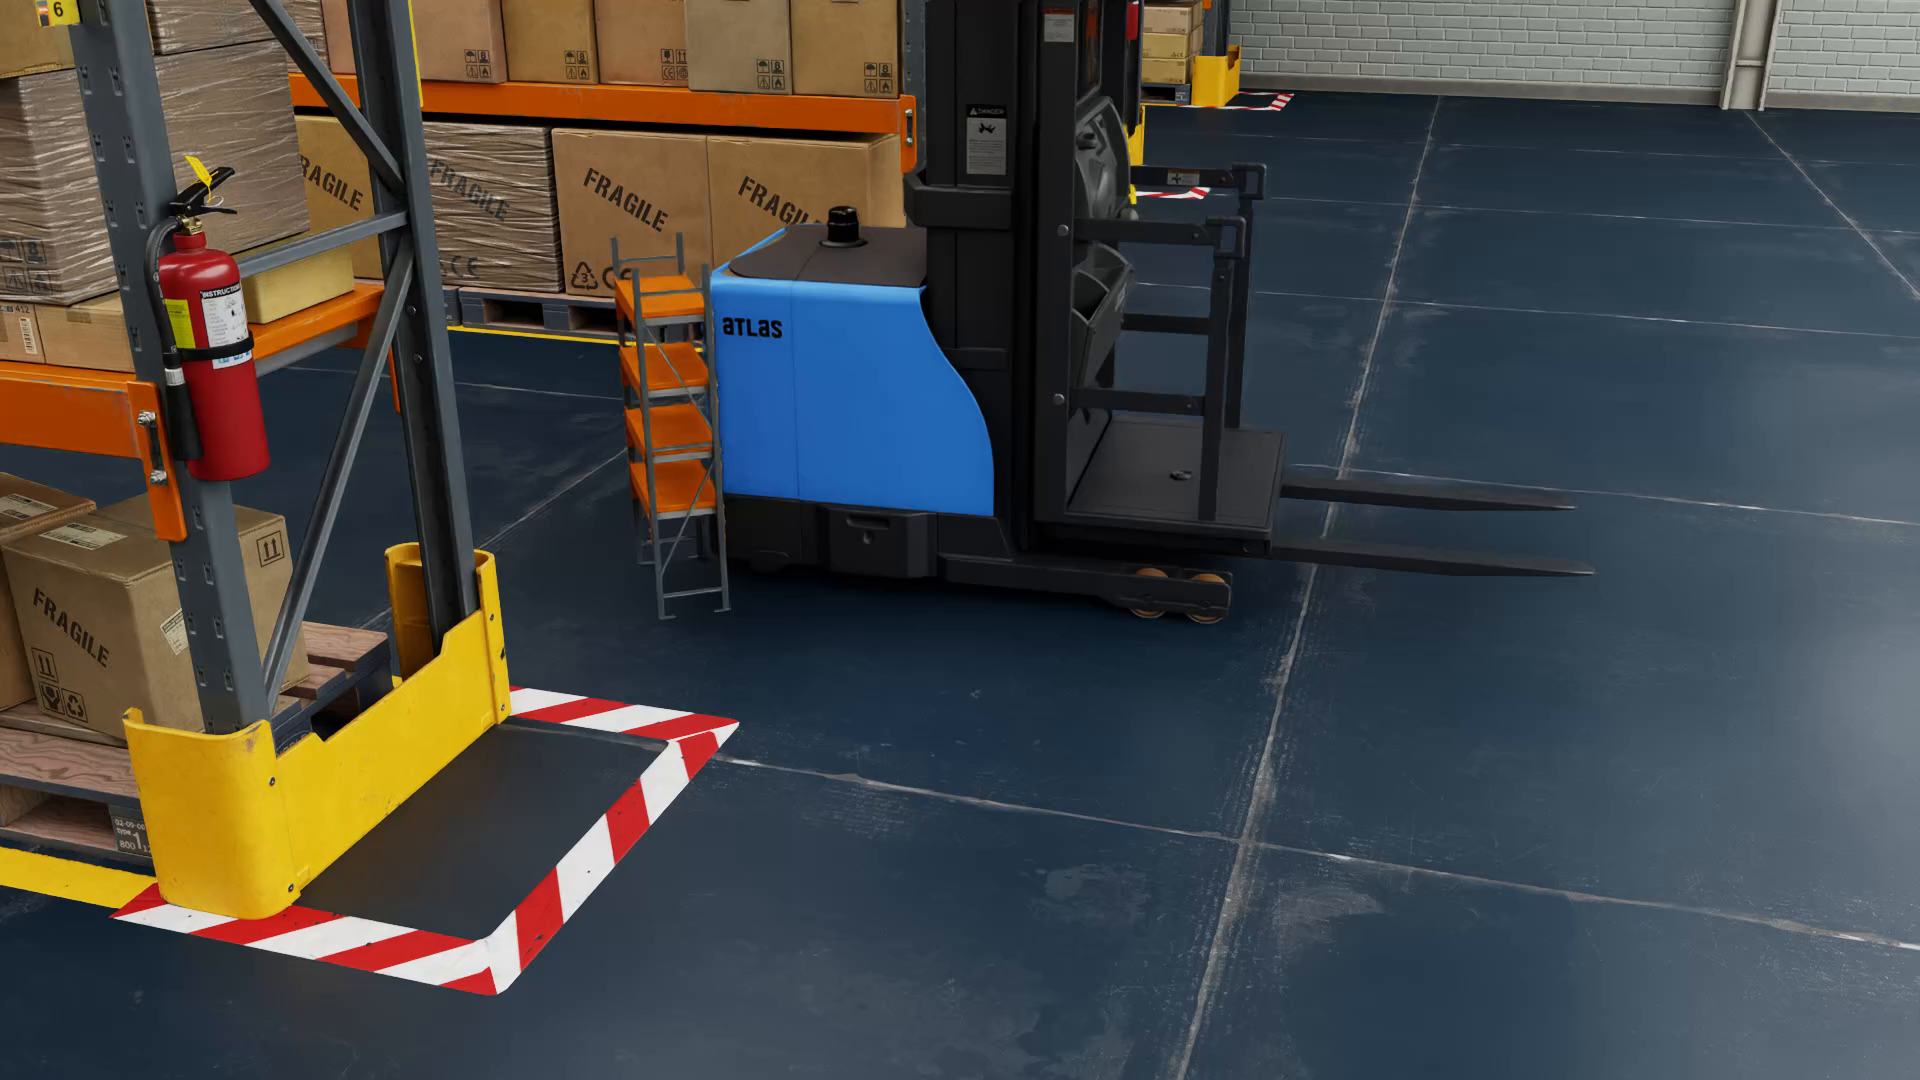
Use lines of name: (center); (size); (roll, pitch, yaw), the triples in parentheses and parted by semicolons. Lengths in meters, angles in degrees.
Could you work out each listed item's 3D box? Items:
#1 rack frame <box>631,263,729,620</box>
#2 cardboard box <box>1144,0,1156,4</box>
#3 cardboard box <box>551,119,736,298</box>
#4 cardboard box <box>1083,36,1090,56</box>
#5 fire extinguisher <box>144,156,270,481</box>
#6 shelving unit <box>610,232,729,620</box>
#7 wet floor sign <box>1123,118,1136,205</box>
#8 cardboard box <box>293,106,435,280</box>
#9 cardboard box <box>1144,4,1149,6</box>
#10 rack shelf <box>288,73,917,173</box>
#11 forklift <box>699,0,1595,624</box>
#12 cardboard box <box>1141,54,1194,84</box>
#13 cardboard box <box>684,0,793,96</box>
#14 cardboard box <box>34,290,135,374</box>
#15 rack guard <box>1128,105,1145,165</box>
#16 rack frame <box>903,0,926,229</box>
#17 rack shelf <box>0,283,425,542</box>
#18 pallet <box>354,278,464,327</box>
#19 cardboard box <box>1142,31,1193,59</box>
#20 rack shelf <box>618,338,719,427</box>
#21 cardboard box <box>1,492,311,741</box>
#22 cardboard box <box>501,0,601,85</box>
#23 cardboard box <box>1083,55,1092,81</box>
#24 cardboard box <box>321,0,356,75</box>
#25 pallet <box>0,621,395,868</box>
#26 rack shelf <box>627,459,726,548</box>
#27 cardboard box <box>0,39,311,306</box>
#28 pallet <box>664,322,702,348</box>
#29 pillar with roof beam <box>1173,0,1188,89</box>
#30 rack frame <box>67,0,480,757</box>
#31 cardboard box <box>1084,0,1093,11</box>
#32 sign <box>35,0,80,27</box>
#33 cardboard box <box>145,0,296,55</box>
rack frame: (-0.904, -0.300, 5.421); (0.240, 1.200, 0.015); (-7, 24, -17)
cardboard box: (1.813, -5.648, 17.839); (0.500, 0.250, 0.500); (7, 23, 16)
cardboard box: (-1.577, -1.832, 9.031); (0.875, 0.875, 0.875); (6, 23, 15)
cardboard box: (1.164, -5.290, 17.624); (0.500, 0.250, 0.500); (6, 23, 14)
fire extinguisher: (-1.619, -0.468, 3.561); (0.183, 0.674, 0.296); (7, 23, 16)
shelving unit: (-0.981, -0.389, 5.635); (0.258, 1.200, 0.503); (-7, 24, -17)
wet floor sign: (1.140, -2.786, 12.211); (0.232, 0.644, 0.267); (16, 27, 34)
cardboard box: (-3.313, -2.031, 9.514); (0.875, 0.875, 0.875); (7, 23, 16)
cardboard box: (1.676, -5.464, 17.391); (0.500, 0.250, 0.500); (7, 23, 16)
rack shelf: (-1.980, -2.362, 9.023); (4.000, 0.370, 1.077); (7, 23, 16)
forklift: (0.670, -1.296, 5.567); (3.031, 2.935, 1.130); (5, 23, 12)
cardboard box: (2.157, -4.947, 17.449); (0.500, 0.250, 0.500); (7, 23, 16)
cardboard box: (-0.967, -2.621, 8.510); (0.550, 0.550, 0.875); (7, 23, 16)
cardboard box: (-1.928, -0.524, 3.926); (0.250, 0.149, 0.380); (7, 23, 16)
rack guard: (1.195, -3.137, 13.258); (0.348, 0.500, 1.175); (7, 23, 16)
rack frame: (-0.066, -2.475, 8.352); (0.127, 3.000, 1.000); (7, 23, 16)
rack shelf: (-3.510, -0.571, 4.656); (4.000, 0.370, 1.077); (7, 23, 16)
pallet: (-3.190, -1.512, 9.677); (1.213, 0.211, 1.003); (7, 23, 15)
cardboard box: (2.141, -5.182, 17.361); (0.500, 0.250, 0.500); (6, 23, 15)
rack shelf: (-0.982, -0.533, 5.575); (0.258, 0.148, 0.480); (-7, 24, -17)
cardboard box: (-2.188, 0.204, 4.562); (0.500, 0.500, 0.500); (11, 25, 25)
cardboard box: (-1.986, -2.771, 8.876); (0.500, 0.550, 0.875); (7, 23, 16)
cardboard box: (1.207, -5.064, 17.732); (0.500, 0.250, 0.500); (7, 23, 16)
cardboard box: (-3.005, -2.895, 9.177); (0.550, 0.550, 0.875); (7, 23, 16)
pallet: (-2.436, 0.496, 4.783); (1.213, 0.211, 1.003); (7, 23, 16)
rack shelf: (-0.981, -0.143, 5.736); (0.258, 0.148, 0.480); (-7, 24, -17)
cardboard box: (-2.114, -0.938, 4.081); (0.500, 0.500, 0.875); (7, 23, 16)
pallet: (-0.854, -1.244, 9.025); (1.213, 0.211, 1.003); (7, 23, 15)
pillar with roof beam: (1.048, -7.704, 13.193); (0.400, 9.000, 9.100); (7, 23, 16)
rack frame: (-1.595, -0.684, 3.985); (0.127, 3.000, 1.000); (7, 23, 16)
cardboard box: (0.848, -4.132, 12.721); (0.250, 0.149, 0.380); (7, 23, 17)
sign: (-1.775, -1.167, 3.219); (0.005, 0.325, 0.100); (7, 23, 16)
cardboard box: (-2.043, -1.490, 4.108); (0.500, 0.500, 0.500); (7, 23, 16)
